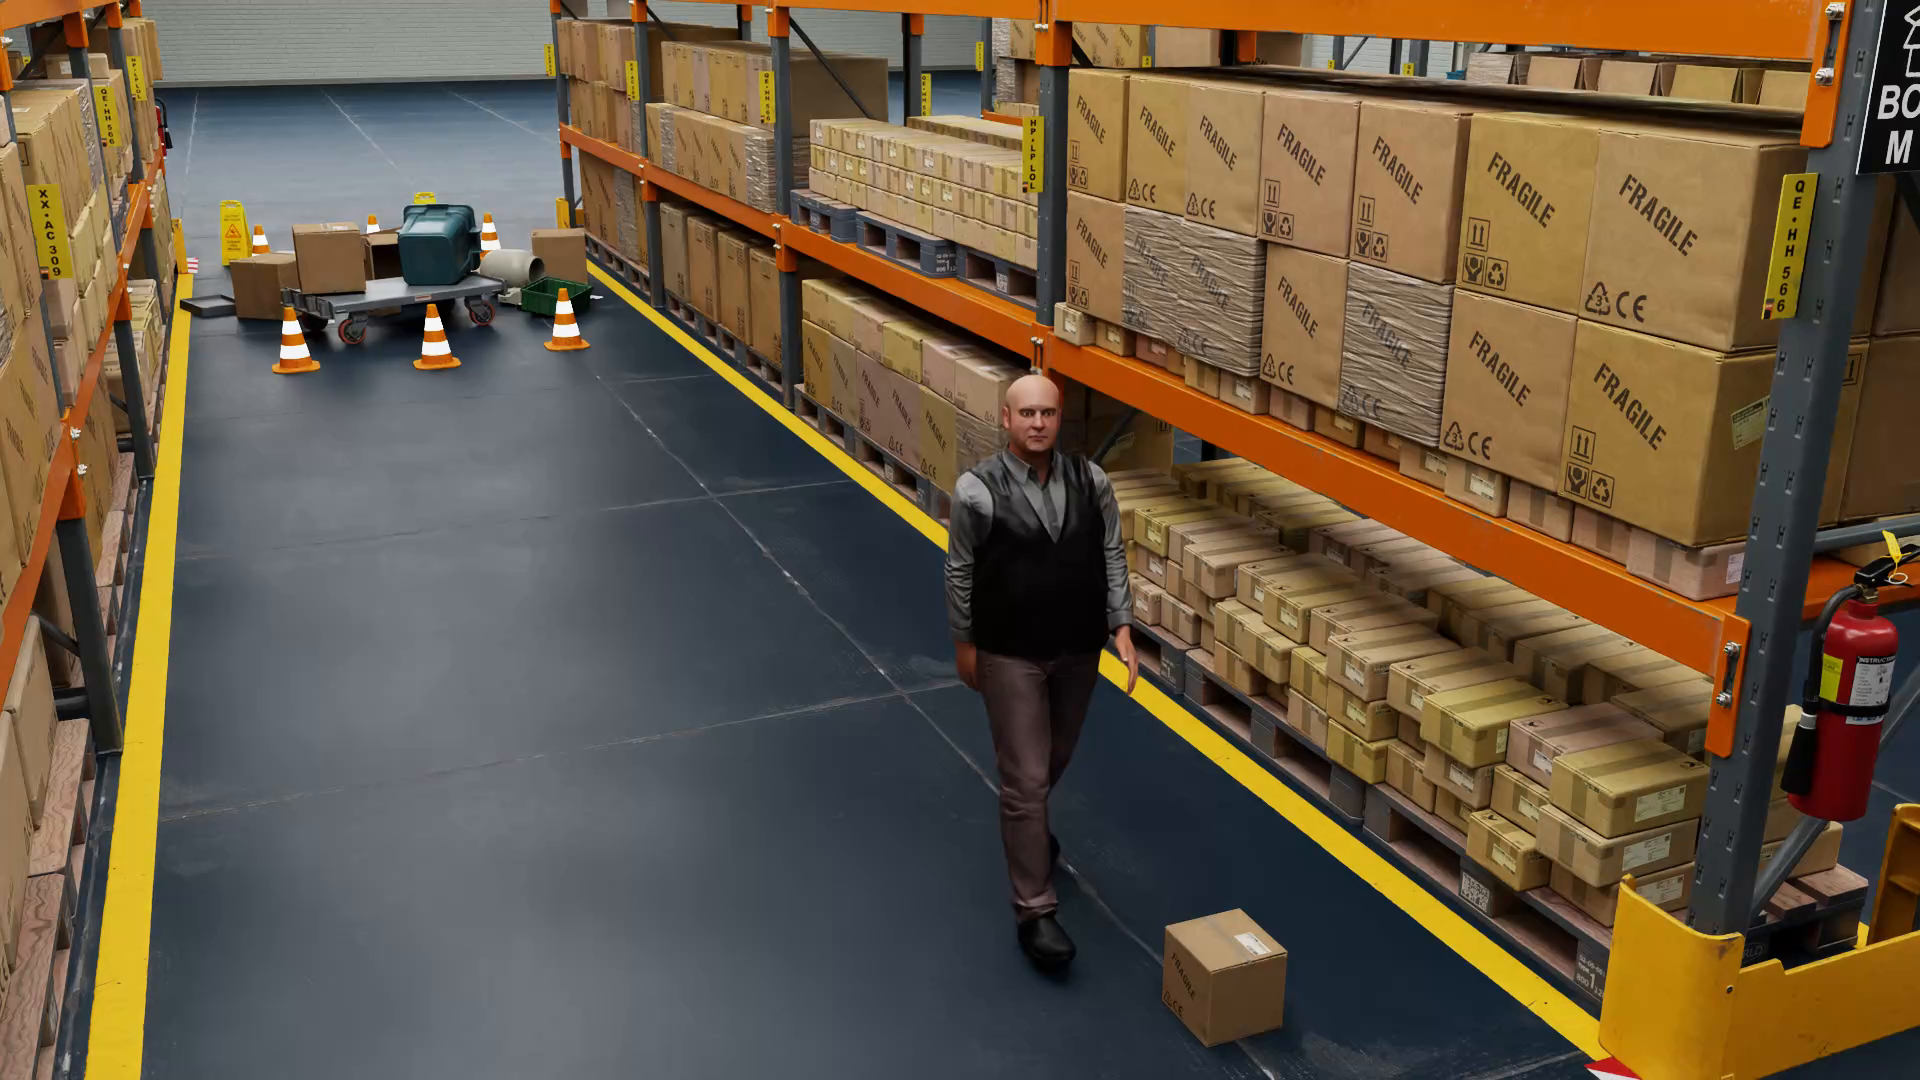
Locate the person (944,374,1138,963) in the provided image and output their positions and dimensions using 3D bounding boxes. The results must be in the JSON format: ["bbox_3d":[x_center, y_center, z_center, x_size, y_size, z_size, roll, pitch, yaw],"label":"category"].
[{"bbox_3d":[0.281,0.350,5.078,0.542,1.683,0.921,-8,20,-22],"label":"person"}]
